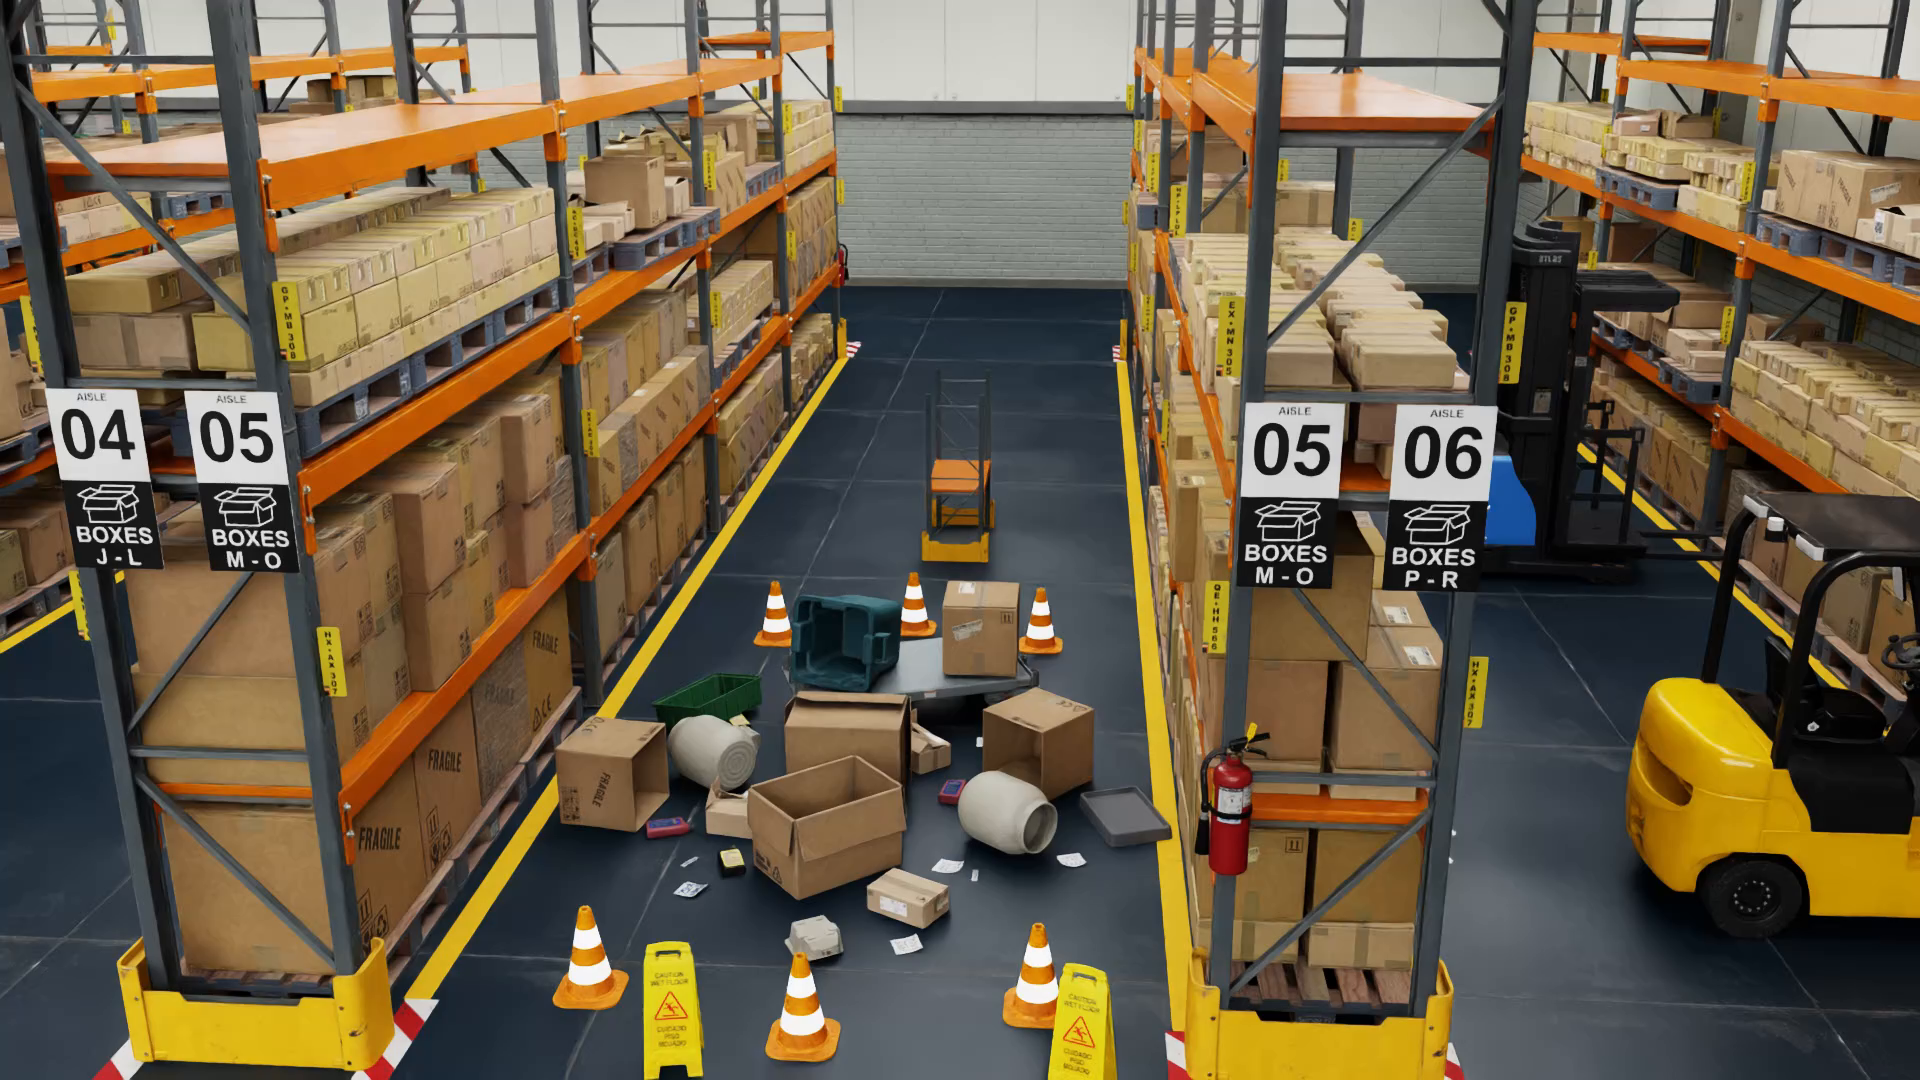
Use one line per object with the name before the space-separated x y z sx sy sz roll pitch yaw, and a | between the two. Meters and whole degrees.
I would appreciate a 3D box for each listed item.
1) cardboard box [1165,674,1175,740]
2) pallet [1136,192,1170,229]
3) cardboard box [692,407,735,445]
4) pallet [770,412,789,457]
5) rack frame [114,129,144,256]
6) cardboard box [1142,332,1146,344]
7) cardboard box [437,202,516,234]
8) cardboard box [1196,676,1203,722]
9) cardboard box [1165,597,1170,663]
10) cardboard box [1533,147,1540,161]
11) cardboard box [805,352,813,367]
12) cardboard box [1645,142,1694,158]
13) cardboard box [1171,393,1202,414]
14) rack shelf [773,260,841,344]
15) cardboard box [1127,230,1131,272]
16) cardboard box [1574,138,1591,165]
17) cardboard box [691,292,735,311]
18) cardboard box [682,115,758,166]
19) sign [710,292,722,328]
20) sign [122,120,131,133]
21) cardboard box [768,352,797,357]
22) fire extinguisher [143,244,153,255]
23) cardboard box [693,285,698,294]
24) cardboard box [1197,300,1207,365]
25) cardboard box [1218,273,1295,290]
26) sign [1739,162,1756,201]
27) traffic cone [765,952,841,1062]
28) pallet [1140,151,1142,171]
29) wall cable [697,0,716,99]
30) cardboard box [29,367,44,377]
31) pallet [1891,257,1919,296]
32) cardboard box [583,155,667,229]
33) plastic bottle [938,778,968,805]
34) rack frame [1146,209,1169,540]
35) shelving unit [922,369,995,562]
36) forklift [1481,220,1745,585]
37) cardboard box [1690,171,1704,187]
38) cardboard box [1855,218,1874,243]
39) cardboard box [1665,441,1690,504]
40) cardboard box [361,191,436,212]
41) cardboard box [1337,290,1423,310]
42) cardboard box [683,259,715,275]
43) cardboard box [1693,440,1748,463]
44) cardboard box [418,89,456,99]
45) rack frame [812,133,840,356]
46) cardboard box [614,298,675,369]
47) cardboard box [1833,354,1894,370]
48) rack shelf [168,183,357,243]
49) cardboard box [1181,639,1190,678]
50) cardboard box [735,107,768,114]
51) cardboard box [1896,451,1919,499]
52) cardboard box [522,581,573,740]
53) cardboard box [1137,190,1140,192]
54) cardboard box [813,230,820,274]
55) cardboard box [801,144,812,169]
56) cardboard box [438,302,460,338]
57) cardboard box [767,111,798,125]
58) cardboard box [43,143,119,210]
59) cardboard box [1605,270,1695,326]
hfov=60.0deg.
cardboard box | 1.614 1.089 10.850 0.500 0.250 0.500 0 18 1
pallet | 2.206 -2.974 14.995 1.213 0.211 1.003 2 18 6
cardboard box | -2.441 -1.093 15.905 0.500 0.250 0.500 0 18 1
pallet | -2.500 -1.192 18.548 1.003 0.211 1.213 1 18 4
rack frame | -12.039 -4.254 23.414 1.000 3.000 0.127 1 18 4
cardboard box | 2.043 -2.078 16.214 0.500 0.250 0.500 1 18 2
cardboard box | -2.782 -1.851 9.553 0.380 0.149 0.250 2 18 5
cardboard box | 1.388 0.805 8.380 0.380 0.149 0.250 2 18 5
cardboard box | 1.961 0.691 11.869 0.950 0.372 0.625 2 18 5
cardboard box | 7.334 -4.788 20.631 0.380 0.149 0.250 2 18 5
cardboard box | -2.043 -2.253 20.735 0.380 0.149 0.250 1 18 3
cardboard box | 7.031 -3.858 16.480 0.380 0.149 0.250 2 18 5
cardboard box | 1.619 -0.569 9.925 0.700 0.500 0.500 1 18 4
rack shelf | -2.302 -3.038 20.860 1.077 0.370 4.000 1 18 4
cardboard box | 2.465 -3.827 21.951 0.500 0.500 0.500 1 18 3
cardboard box | 7.262 -4.383 18.753 0.500 0.250 0.500 1 18 2
cardboard box | -2.430 -2.344 16.361 0.380 0.149 0.250 2 18 6
cardboard box | -2.582 -4.316 17.952 0.700 0.500 0.500 1 18 4
sign | -2.178 -2.055 14.846 0.100 0.325 0.005 1 18 4
sign | -11.489 -5.622 22.941 0.100 0.325 0.005 1 18 4
cardboard box | -2.166 -2.152 19.950 0.380 0.149 0.250 1 18 3
fire extinguisher | -11.575 -4.076 23.596 0.296 0.674 0.183 1 18 4
cardboard box | -2.985 -2.627 17.700 0.380 0.149 0.250 1 18 2
cardboard box | 1.510 -1.087 8.697 0.500 0.250 0.500 1 18 4
cardboard box | 1.549 -1.305 8.720 0.380 0.149 0.250 2 18 5
sign | 6.623 -3.011 13.976 0.100 0.325 0.005 1 18 4
traffic cone | -0.748 2.171 7.880 0.336 0.463 0.334 1 18 4
pallet | 2.568 -4.317 18.932 1.003 0.211 1.213 1 18 4
wall cable | -3.255 -10.202 26.767 2.277 5.999 0.120 1 18 4
cardboard box | -8.022 -1.271 13.879 0.500 0.250 0.500 1 18 2
pallet | 6.927 -1.694 11.093 0.805 0.209 1.217 1 18 2
cardboard box | -2.577 -2.690 12.830 0.500 0.500 0.500 1 18 4
plastic bottle | -0.037 1.560 10.390 0.133 0.061 0.283 4 19 13
rack frame | 2.212 -1.437 14.819 1.000 3.000 0.127 1 18 4
shelving unit | -0.005 -0.689 14.944 0.587 1.500 1.083 1 18 4
forklift | 5.383 -1.191 14.177 3.031 2.935 1.130 2 18 7
cardboard box | 7.067 -3.386 15.549 0.380 0.149 0.250 2 18 6
cardboard box | 6.708 -2.226 11.978 0.380 0.149 0.250 1 18 3
cardboard box | 7.026 -0.631 15.697 0.500 0.500 0.500 1 18 3
cardboard box | -3.401 -2.021 10.072 0.380 0.149 0.250 1 18 3
cardboard box | 2.064 -1.133 8.196 0.380 0.149 0.250 2 18 5
cardboard box | -2.932 -3.009 18.391 0.380 0.149 0.250 2 18 7
cardboard box | 6.946 -0.807 15.193 0.380 0.149 0.250 0 18 1
cardboard box | -7.082 -5.700 22.017 0.700 0.500 0.500 0 18 1
rack frame | -2.159 -4.001 22.643 1.000 3.000 0.127 1 18 4
cardboard box | -2.809 -1.743 13.985 0.700 0.500 0.500 1 18 3
cardboard box | 7.355 -1.415 13.549 0.380 0.149 0.250 1 18 4
rack shelf | -7.529 -3.363 17.035 1.077 0.370 4.000 1 18 4
cardboard box | 1.494 0.706 9.775 0.380 0.149 0.250 2 18 7
cardboard box | -2.550 -5.205 20.298 0.380 0.149 0.250 2 18 6
cardboard box | 6.657 -0.410 11.121 0.500 0.250 0.500 1 18 3
cardboard box | -3.134 0.730 10.943 0.875 0.875 0.875 2 18 5
cardboard box | 2.377 -4.246 20.583 0.380 0.149 0.250 1 18 4
cardboard box | -2.049 -3.572 20.697 0.500 0.500 0.500 2 18 7
cardboard box | -2.065 -4.568 19.797 0.500 0.250 0.500 2 18 6
cardboard box | -2.853 -1.155 8.710 0.380 0.149 0.250 1 18 4
cardboard box | -2.106 -4.948 19.515 0.380 0.149 0.250 1 18 2
cardboard box | -7.483 -3.056 13.978 0.500 0.500 0.500 1 18 4
cardboard box | 7.155 -2.511 17.261 0.700 0.500 0.500 1 18 5
